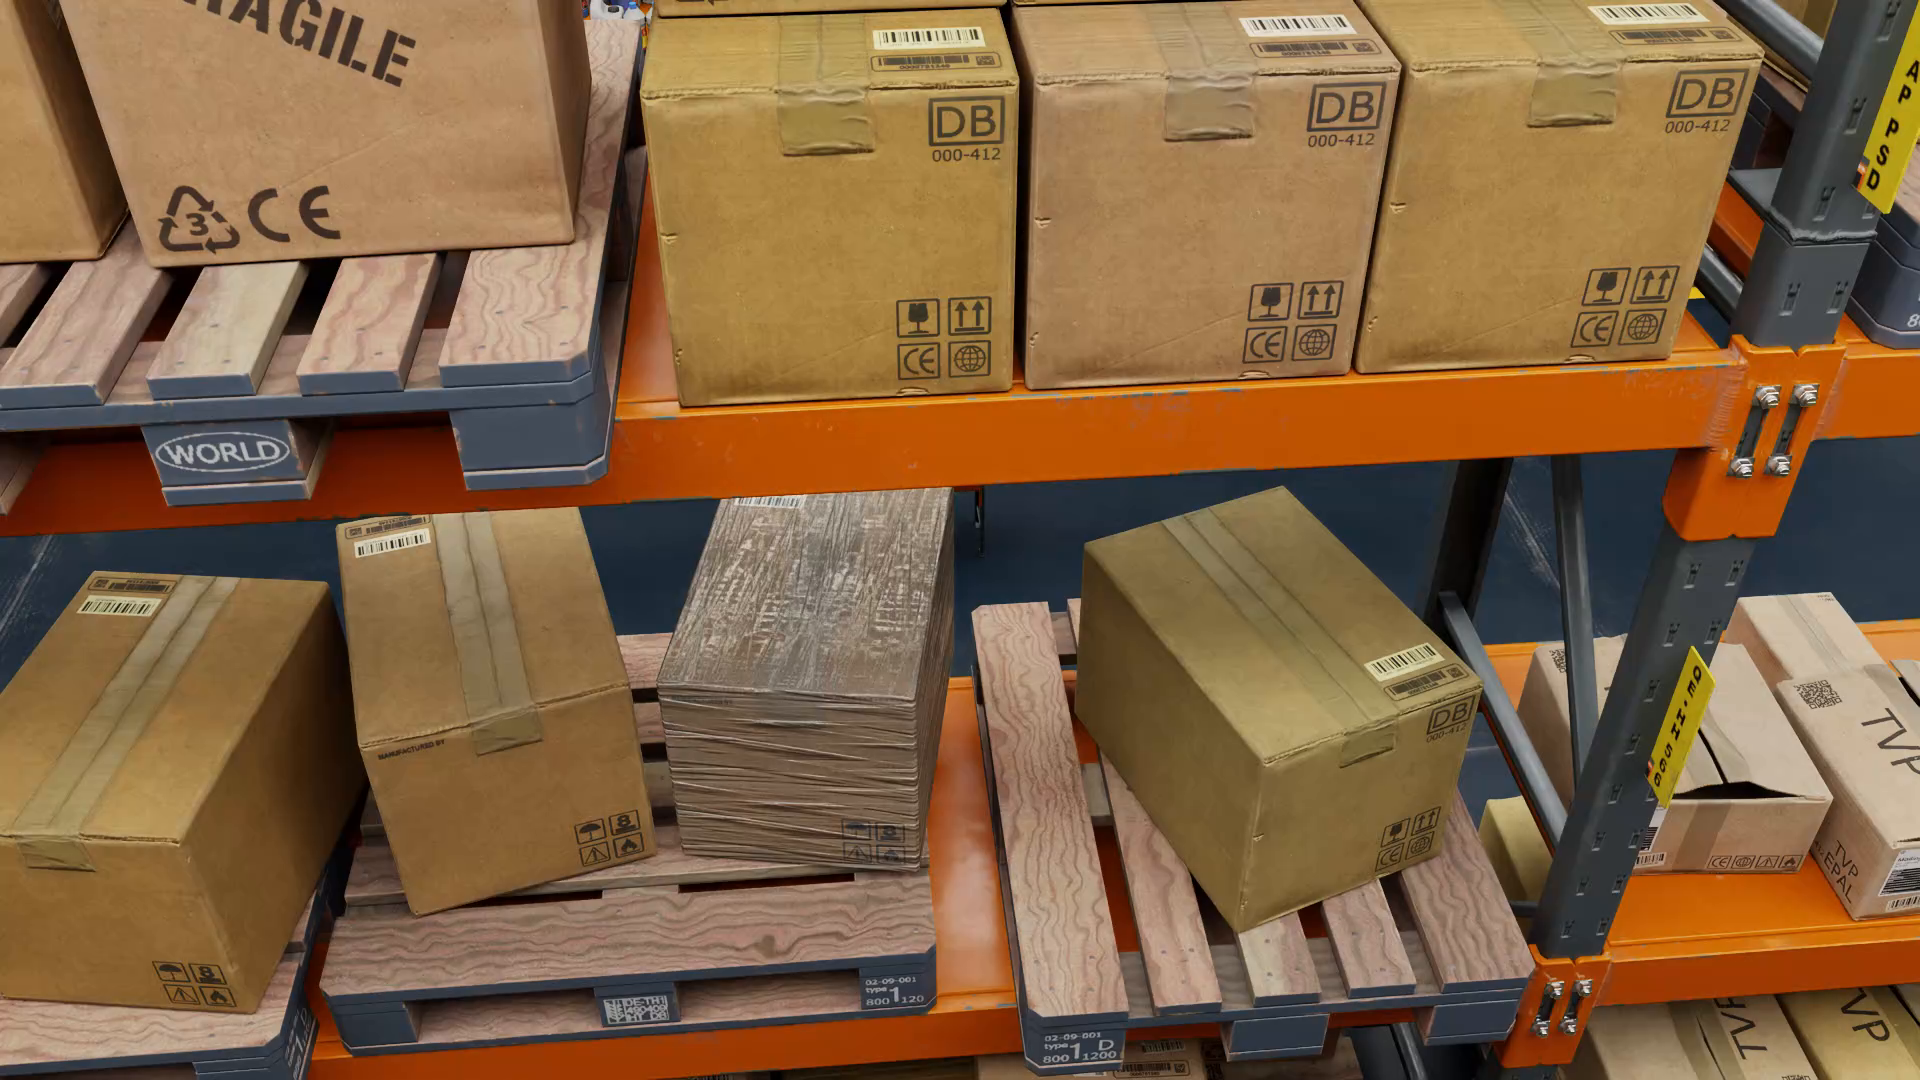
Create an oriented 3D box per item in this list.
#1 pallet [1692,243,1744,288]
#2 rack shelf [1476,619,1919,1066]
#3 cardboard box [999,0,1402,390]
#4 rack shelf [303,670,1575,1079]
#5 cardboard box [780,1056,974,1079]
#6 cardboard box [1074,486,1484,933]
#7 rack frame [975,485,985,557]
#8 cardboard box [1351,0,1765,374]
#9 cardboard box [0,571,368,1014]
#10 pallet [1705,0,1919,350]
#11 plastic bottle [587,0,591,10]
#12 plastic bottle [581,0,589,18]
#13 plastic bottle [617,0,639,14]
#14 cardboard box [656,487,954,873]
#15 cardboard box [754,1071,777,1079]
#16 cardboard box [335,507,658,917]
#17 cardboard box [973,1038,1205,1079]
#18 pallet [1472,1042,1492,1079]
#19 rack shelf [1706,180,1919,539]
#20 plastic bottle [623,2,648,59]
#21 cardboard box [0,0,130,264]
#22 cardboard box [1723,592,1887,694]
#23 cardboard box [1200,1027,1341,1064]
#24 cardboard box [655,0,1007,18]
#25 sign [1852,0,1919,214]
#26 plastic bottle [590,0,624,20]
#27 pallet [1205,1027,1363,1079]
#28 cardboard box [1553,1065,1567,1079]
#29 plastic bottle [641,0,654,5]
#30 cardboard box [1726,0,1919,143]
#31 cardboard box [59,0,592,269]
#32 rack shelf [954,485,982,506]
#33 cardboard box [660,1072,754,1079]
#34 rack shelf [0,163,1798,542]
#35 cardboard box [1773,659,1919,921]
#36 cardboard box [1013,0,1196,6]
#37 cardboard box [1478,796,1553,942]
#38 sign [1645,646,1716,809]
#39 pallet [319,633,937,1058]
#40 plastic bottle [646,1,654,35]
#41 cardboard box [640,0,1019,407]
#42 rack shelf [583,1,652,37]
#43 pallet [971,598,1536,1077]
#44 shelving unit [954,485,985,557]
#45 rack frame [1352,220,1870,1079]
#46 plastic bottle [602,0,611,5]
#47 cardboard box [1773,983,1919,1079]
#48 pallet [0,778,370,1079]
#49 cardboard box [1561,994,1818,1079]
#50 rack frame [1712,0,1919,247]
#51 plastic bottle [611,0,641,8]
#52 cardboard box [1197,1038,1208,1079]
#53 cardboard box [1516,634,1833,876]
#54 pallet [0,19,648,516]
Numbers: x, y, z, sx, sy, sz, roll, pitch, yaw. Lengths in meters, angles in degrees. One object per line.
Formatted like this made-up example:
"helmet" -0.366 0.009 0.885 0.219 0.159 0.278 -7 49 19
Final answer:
"pallet" 4.018 -1.682 8.711 1.213 0.211 1.003 -3 38 -4
"rack shelf" 3.240 0.605 4.143 4.000 0.370 1.077 -3 38 -4
"cardboard box" 0.308 -0.712 2.728 0.500 0.500 0.910 -3 38 -4
"rack shelf" -0.744 0.824 3.864 4.000 0.370 1.077 -3 38 -4
"cardboard box" -0.178 1.465 4.134 0.500 0.500 0.500 -4 38 -6
"cardboard box" 0.631 0.332 3.488 0.500 0.500 0.700 -16 41 -19
"rack frame" 0.078 -0.475 6.384 0.015 1.200 0.240 -3 38 -4
"cardboard box" 0.816 -0.740 2.764 0.500 0.500 0.910 -3 38 -4
"cardboard box" -1.565 0.483 3.297 0.500 0.500 0.700 3 38 3
"pallet" 1.916 -0.764 3.027 1.003 0.211 1.213 -1 38 -2
"plastic bottle" -1.807 -2.632 7.765 0.135 0.276 0.152 -3 38 -4
"plastic bottle" -1.778 -2.554 7.670 0.097 0.271 0.097 0 38 0
"plastic bottle" -1.547 -2.567 7.686 0.097 0.271 0.097 0 38 0
"cardboard box" -0.297 0.264 3.573 0.500 0.500 0.700 4 38 5
"cardboard box" -0.701 1.498 4.093 0.500 0.500 0.500 -5 38 -6
"cardboard box" -0.982 0.312 3.513 0.500 0.500 0.700 -13 40 -15
"cardboard box" 0.281 1.148 3.931 0.500 0.250 0.500 -2 38 -2
"pallet" 2.071 1.506 4.671 1.213 0.211 1.003 -3 38 -4
"rack shelf" 3.240 -0.573 3.213 4.000 0.370 1.077 -3 38 -4
"plastic bottle" -1.405 -2.198 7.217 0.097 0.271 0.097 0 38 0
"cardboard box" -1.564 -0.802 2.423 0.600 0.600 0.600 -4 38 -4
"cardboard box" 2.119 0.311 4.137 0.250 0.149 0.380 -3 38 -4
"cardboard box" 0.769 1.089 4.611 0.500 0.500 0.500 -2 38 -2
"cardboard box" -0.203 -1.101 2.415 0.500 0.500 0.500 -3 38 -4
"sign" 1.294 -0.613 2.267 0.005 0.325 0.100 -3 38 -4
"plastic bottle" -1.523 -2.210 7.229 0.135 0.276 0.152 -3 38 -4
"pallet" 0.501 1.545 4.622 1.213 0.211 1.003 -3 38 -4
"cardboard box" 1.796 1.499 4.309 0.500 0.250 0.500 -3 38 -4
"plastic bottle" -1.463 -2.639 7.833 0.097 0.201 0.097 0 38 0
"cardboard box" 1.695 -0.911 2.844 0.500 0.250 0.500 -6 39 -7
"cardboard box" -0.900 -0.826 2.454 0.600 0.600 0.600 -5 39 -6
"rack shelf" -0.165 -0.253 6.531 0.480 0.148 0.258 -3 38 -4
"cardboard box" -0.737 1.207 3.856 0.500 0.250 0.500 -4 38 -5
"rack shelf" -0.744 -0.353 2.935 4.000 0.370 1.077 -3 38 -4
"cardboard box" 2.156 0.538 3.719 0.500 0.311 0.500 -4 38 -5
"cardboard box" 0.305 -1.129 2.450 0.500 0.500 0.500 -3 38 -4
"cardboard box" 1.748 0.946 4.558 0.500 0.311 0.500 -2 38 -3
"sign" 1.305 0.343 3.023 0.005 0.325 0.100 -3 38 -4
"pallet" -0.689 0.617 3.701 1.213 0.211 1.003 -3 38 -4
"plastic bottle" -1.308 -2.203 7.224 0.097 0.271 0.097 0 38 0
"cardboard box" -0.210 -0.683 2.692 0.500 0.500 0.910 -3 38 -4
"rack shelf" -1.179 -2.232 7.738 4.000 0.370 1.077 -3 38 -4
"pallet" 0.579 0.588 3.738 1.003 0.211 1.213 -3 38 -4
"shelving unit" -0.165 -0.462 6.367 0.503 1.200 0.258 -3 38 -4
"rack frame" 1.248 0.432 3.781 0.127 3.000 1.000 -3 38 -4
"plastic bottle" -1.694 -2.626 7.817 0.097 0.201 0.097 0 38 0
"cardboard box" 2.318 1.245 4.179 0.500 0.311 0.500 -4 38 -5
"pallet" -1.931 0.750 3.532 1.213 0.211 1.003 -3 38 -4
"cardboard box" 1.796 1.279 4.135 0.500 0.311 0.500 -2 38 -2
"rack frame" 1.248 -1.923 1.922 0.127 3.000 1.000 -3 38 -4
"plastic bottle" -1.576 -2.645 7.781 0.135 0.276 0.152 -3 38 -4
"cardboard box" 0.337 1.437 4.170 0.500 0.500 0.500 -2 38 -2
"cardboard box" 1.614 0.474 3.799 0.500 0.311 0.500 -1 38 -1
"pallet" -1.048 -0.503 2.697 1.003 0.211 1.213 -3 38 -4
